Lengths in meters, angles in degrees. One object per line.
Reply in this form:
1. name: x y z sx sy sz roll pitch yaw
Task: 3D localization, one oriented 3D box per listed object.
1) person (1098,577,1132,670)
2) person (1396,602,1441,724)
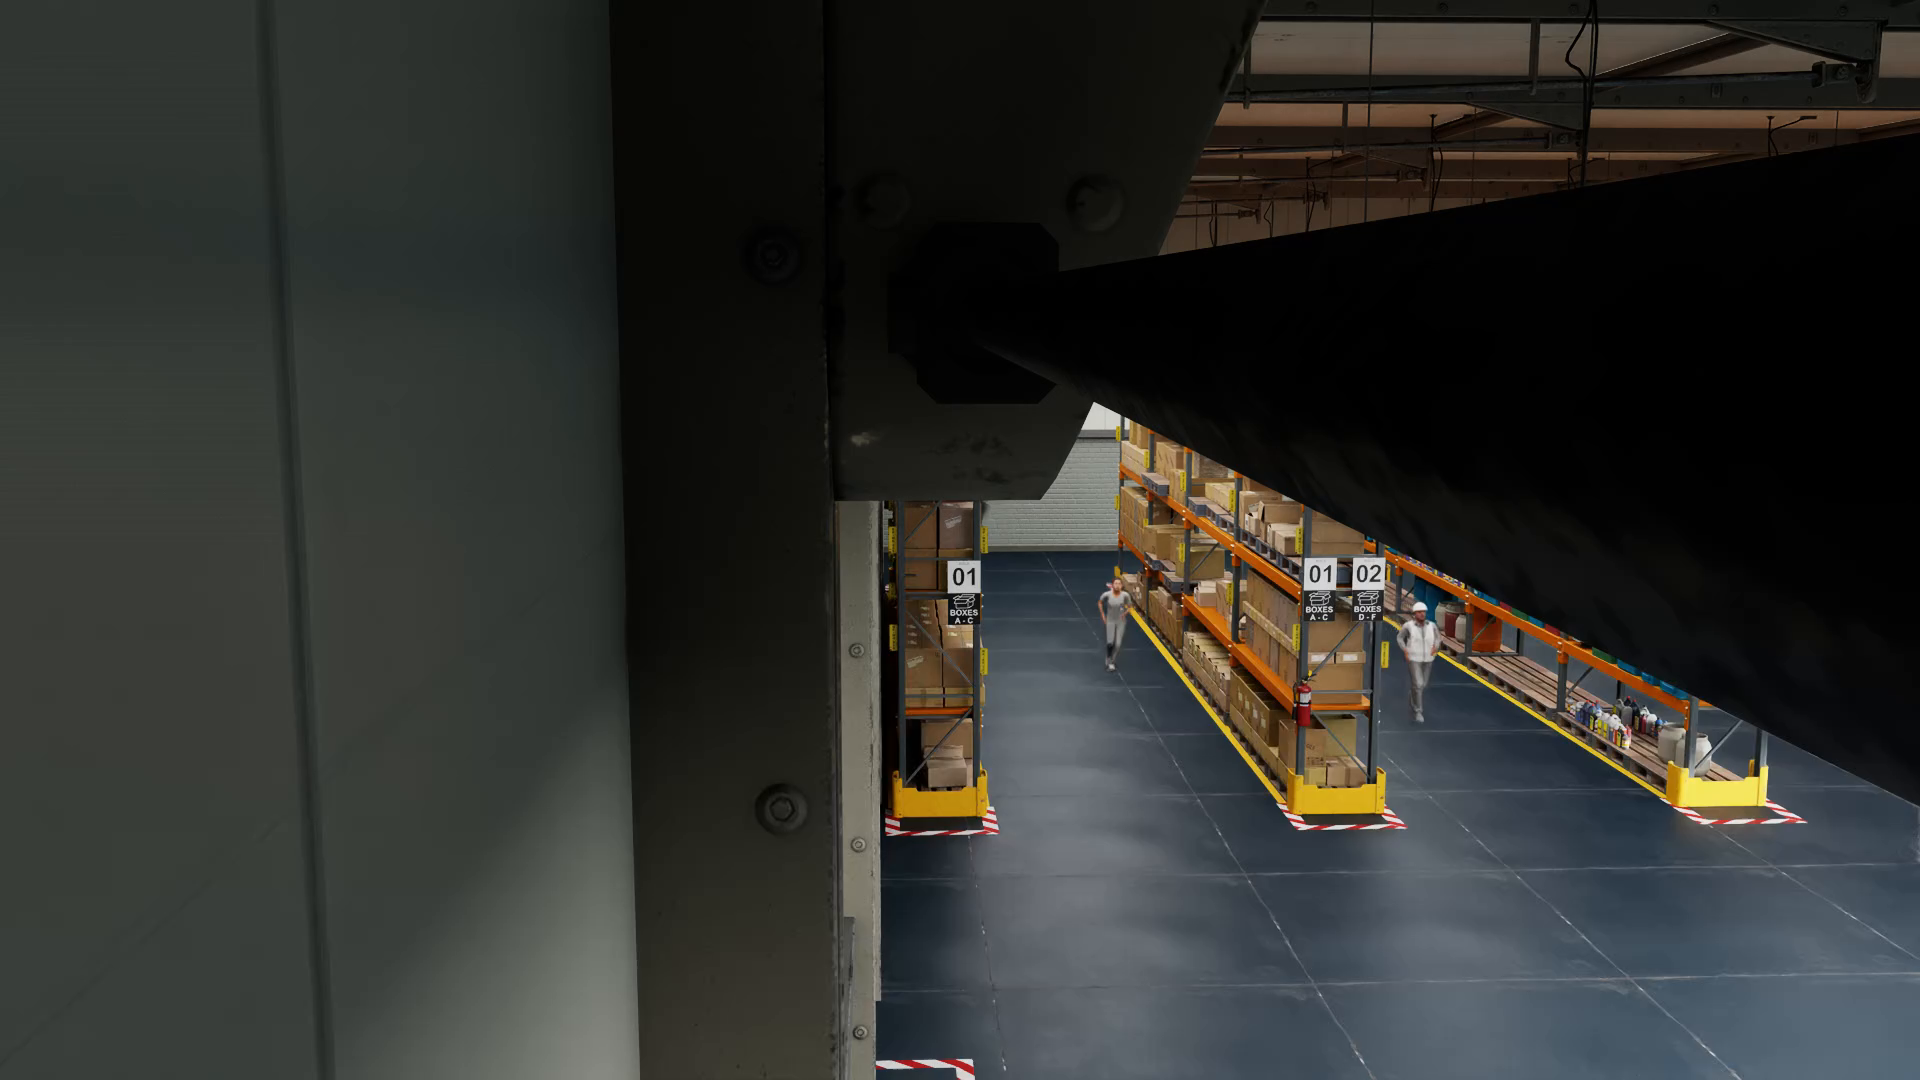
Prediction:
1. person: 2.662 1.435 28.445 0.566 1.626 0.596 0 8 -1
2. person: 6.980 1.818 25.316 0.652 1.792 0.827 -1 8 -5
